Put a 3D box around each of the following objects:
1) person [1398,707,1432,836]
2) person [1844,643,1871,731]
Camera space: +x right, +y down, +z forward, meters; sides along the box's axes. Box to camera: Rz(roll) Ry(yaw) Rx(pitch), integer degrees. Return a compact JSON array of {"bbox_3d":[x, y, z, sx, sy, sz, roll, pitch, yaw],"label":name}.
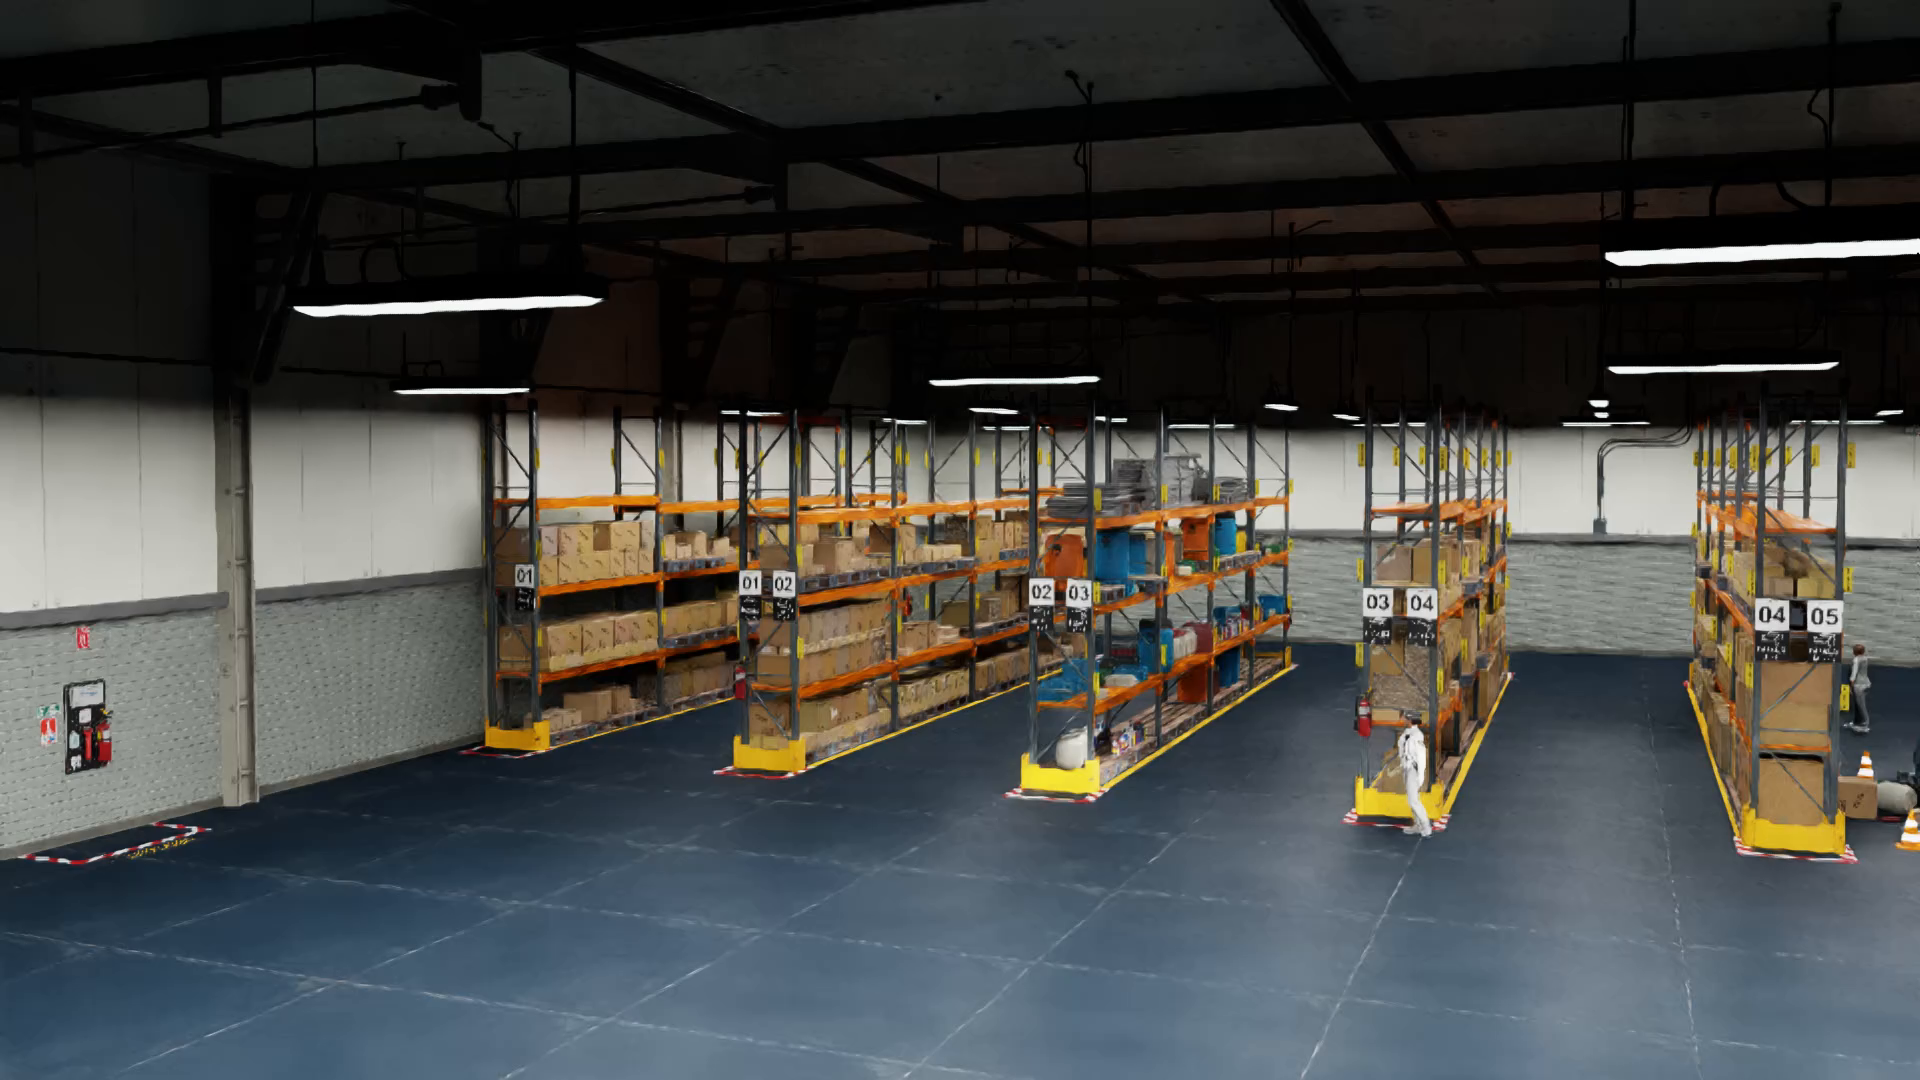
[{"bbox_3d":[6.042,3.069,22.075,0.408,1.669,0.580,0,3,-7],"label":"person"},{"bbox_3d":[16.464,2.688,30.491,0.522,1.592,0.527,-2,4,-38],"label":"person"}]
